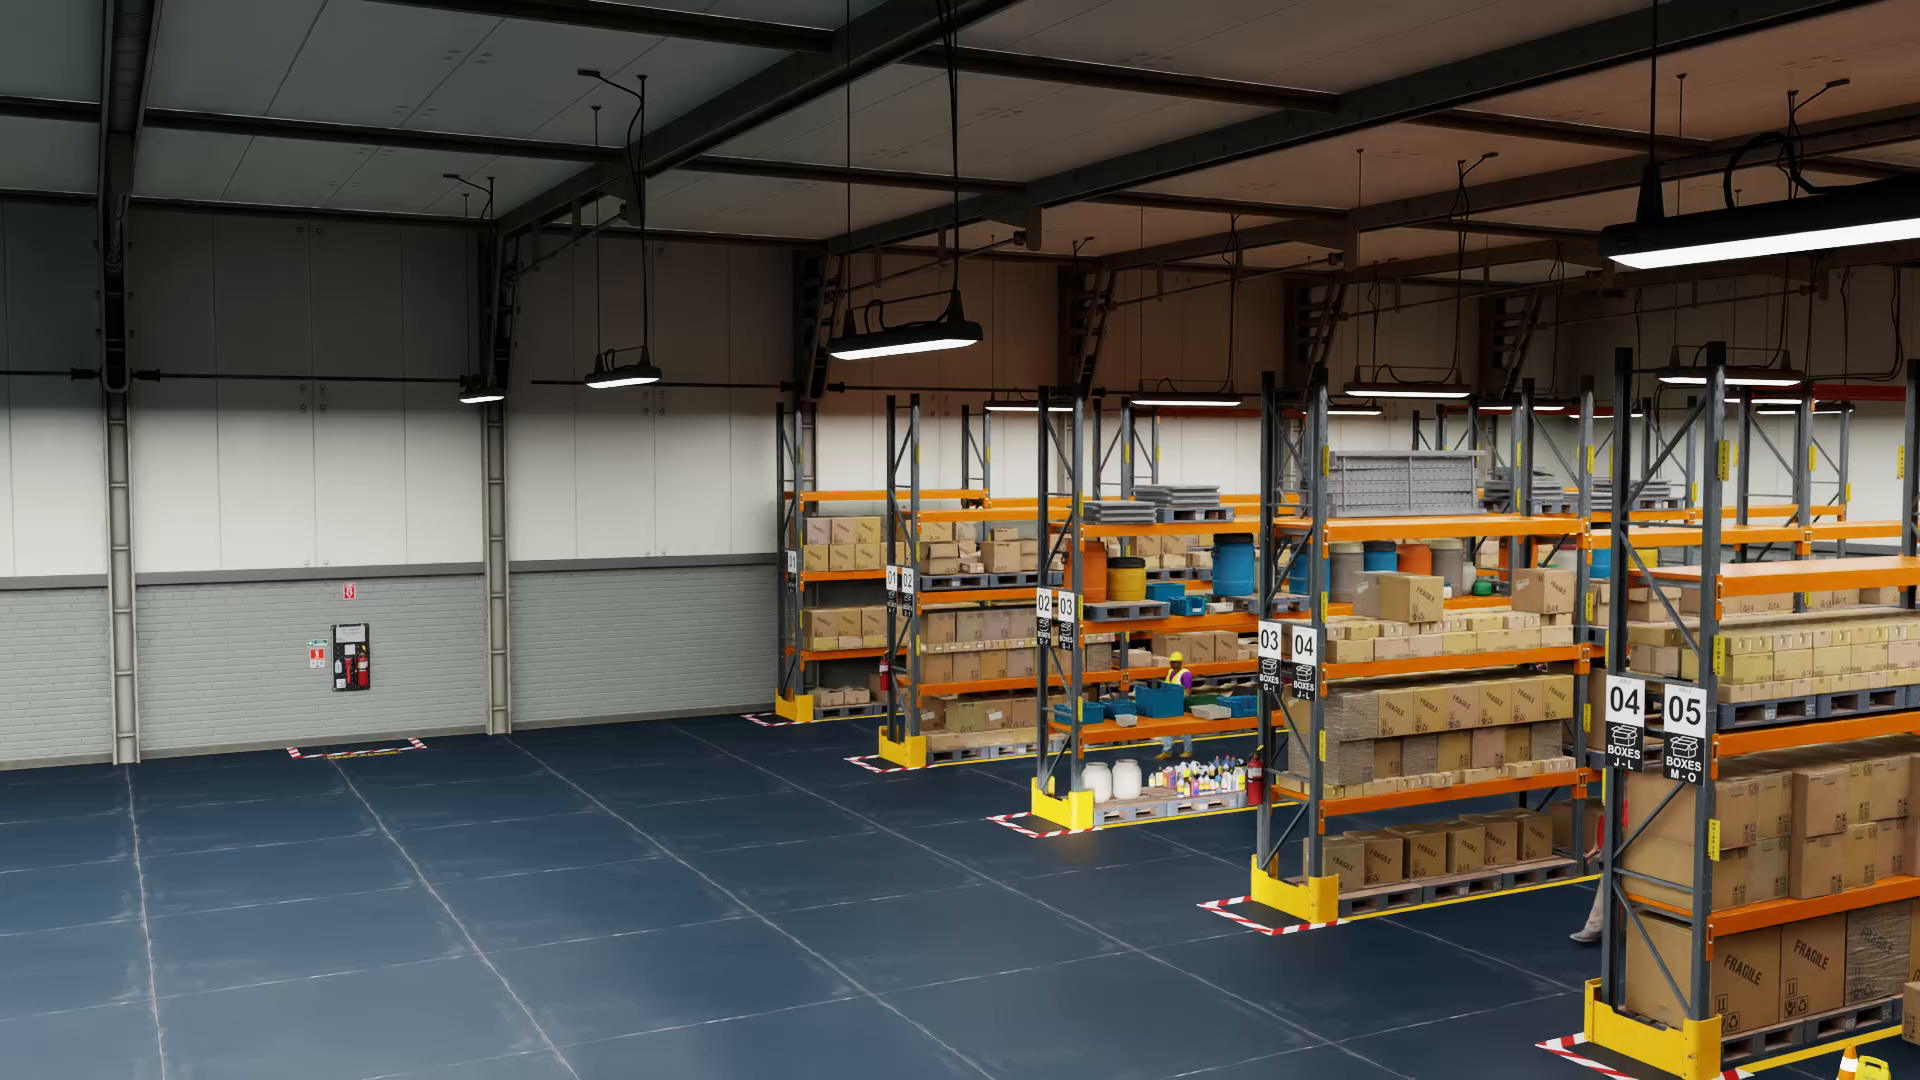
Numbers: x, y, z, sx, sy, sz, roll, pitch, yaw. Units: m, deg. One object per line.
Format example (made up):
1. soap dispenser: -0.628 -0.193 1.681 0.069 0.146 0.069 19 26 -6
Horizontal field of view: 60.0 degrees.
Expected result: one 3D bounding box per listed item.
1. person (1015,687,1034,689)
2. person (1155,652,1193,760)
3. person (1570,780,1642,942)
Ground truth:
1. person: 1.155 2.631 30.277 0.949 1.596 0.501 -1 3 -18
2. person: 3.556 2.733 27.448 0.657 1.775 0.646 -2 4 -33
3. person: 6.806 3.325 17.395 1.064 1.662 0.657 -1 3 -9
